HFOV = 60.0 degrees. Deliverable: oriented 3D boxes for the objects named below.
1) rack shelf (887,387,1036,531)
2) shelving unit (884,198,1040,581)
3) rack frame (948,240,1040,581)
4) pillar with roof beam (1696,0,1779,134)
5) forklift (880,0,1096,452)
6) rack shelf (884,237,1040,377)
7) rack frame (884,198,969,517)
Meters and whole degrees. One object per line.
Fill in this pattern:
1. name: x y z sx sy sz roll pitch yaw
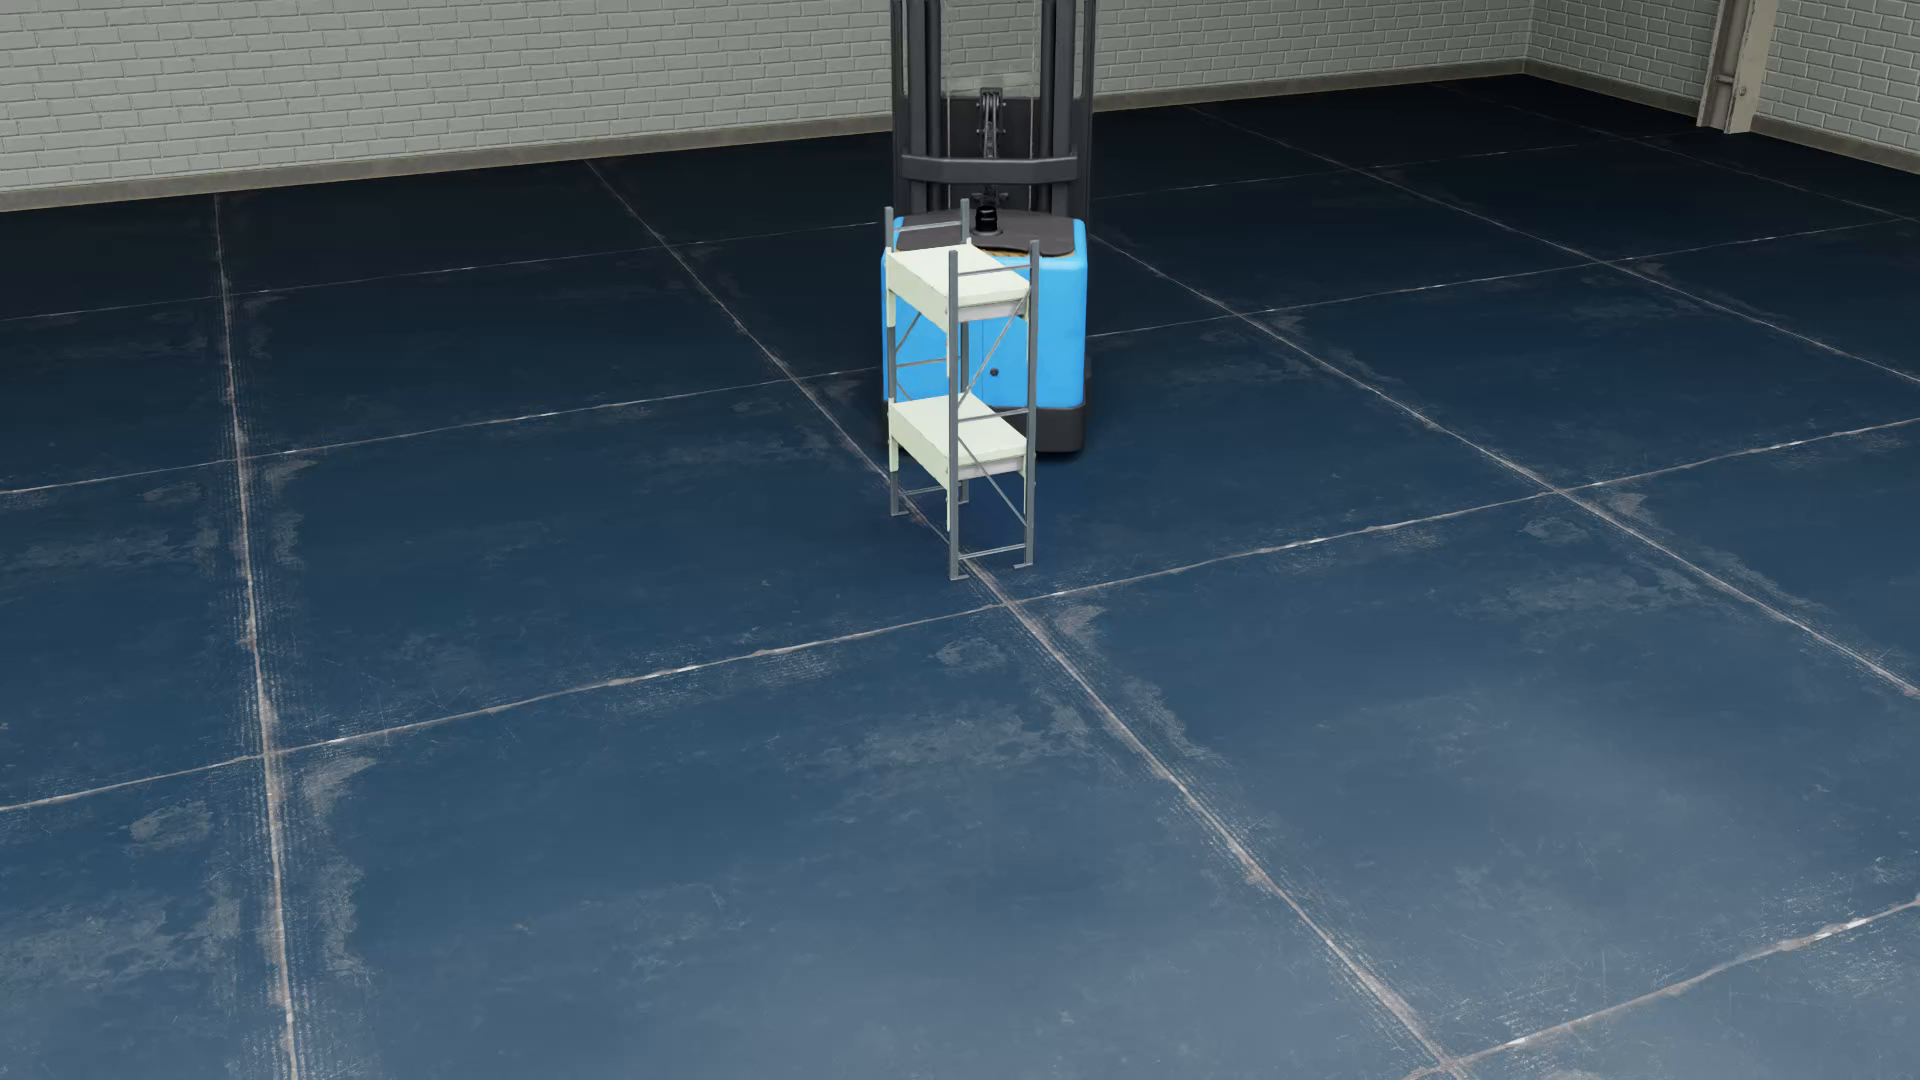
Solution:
1. rack shelf: -0.003 -0.384 7.569 0.431 0.370 0.720 -11 28 -21
2. shelving unit: -0.003 -0.677 7.426 0.431 1.500 0.755 -11 28 -21
3. rack frame: 0.141 -0.529 7.124 0.400 1.500 0.023 -11 28 -21
4. pillar with roof beam: 3.262 -7.199 12.239 9.100 9.000 0.400 -11 28 -21
5. forklift: 0.187 -2.373 9.270 1.130 2.935 3.031 1 26 3
6. rack shelf: -0.003 -1.027 7.255 0.431 0.370 0.720 -11 28 -21
7. rack frame: -0.146 -0.824 7.729 0.400 1.500 0.023 -11 28 -21
